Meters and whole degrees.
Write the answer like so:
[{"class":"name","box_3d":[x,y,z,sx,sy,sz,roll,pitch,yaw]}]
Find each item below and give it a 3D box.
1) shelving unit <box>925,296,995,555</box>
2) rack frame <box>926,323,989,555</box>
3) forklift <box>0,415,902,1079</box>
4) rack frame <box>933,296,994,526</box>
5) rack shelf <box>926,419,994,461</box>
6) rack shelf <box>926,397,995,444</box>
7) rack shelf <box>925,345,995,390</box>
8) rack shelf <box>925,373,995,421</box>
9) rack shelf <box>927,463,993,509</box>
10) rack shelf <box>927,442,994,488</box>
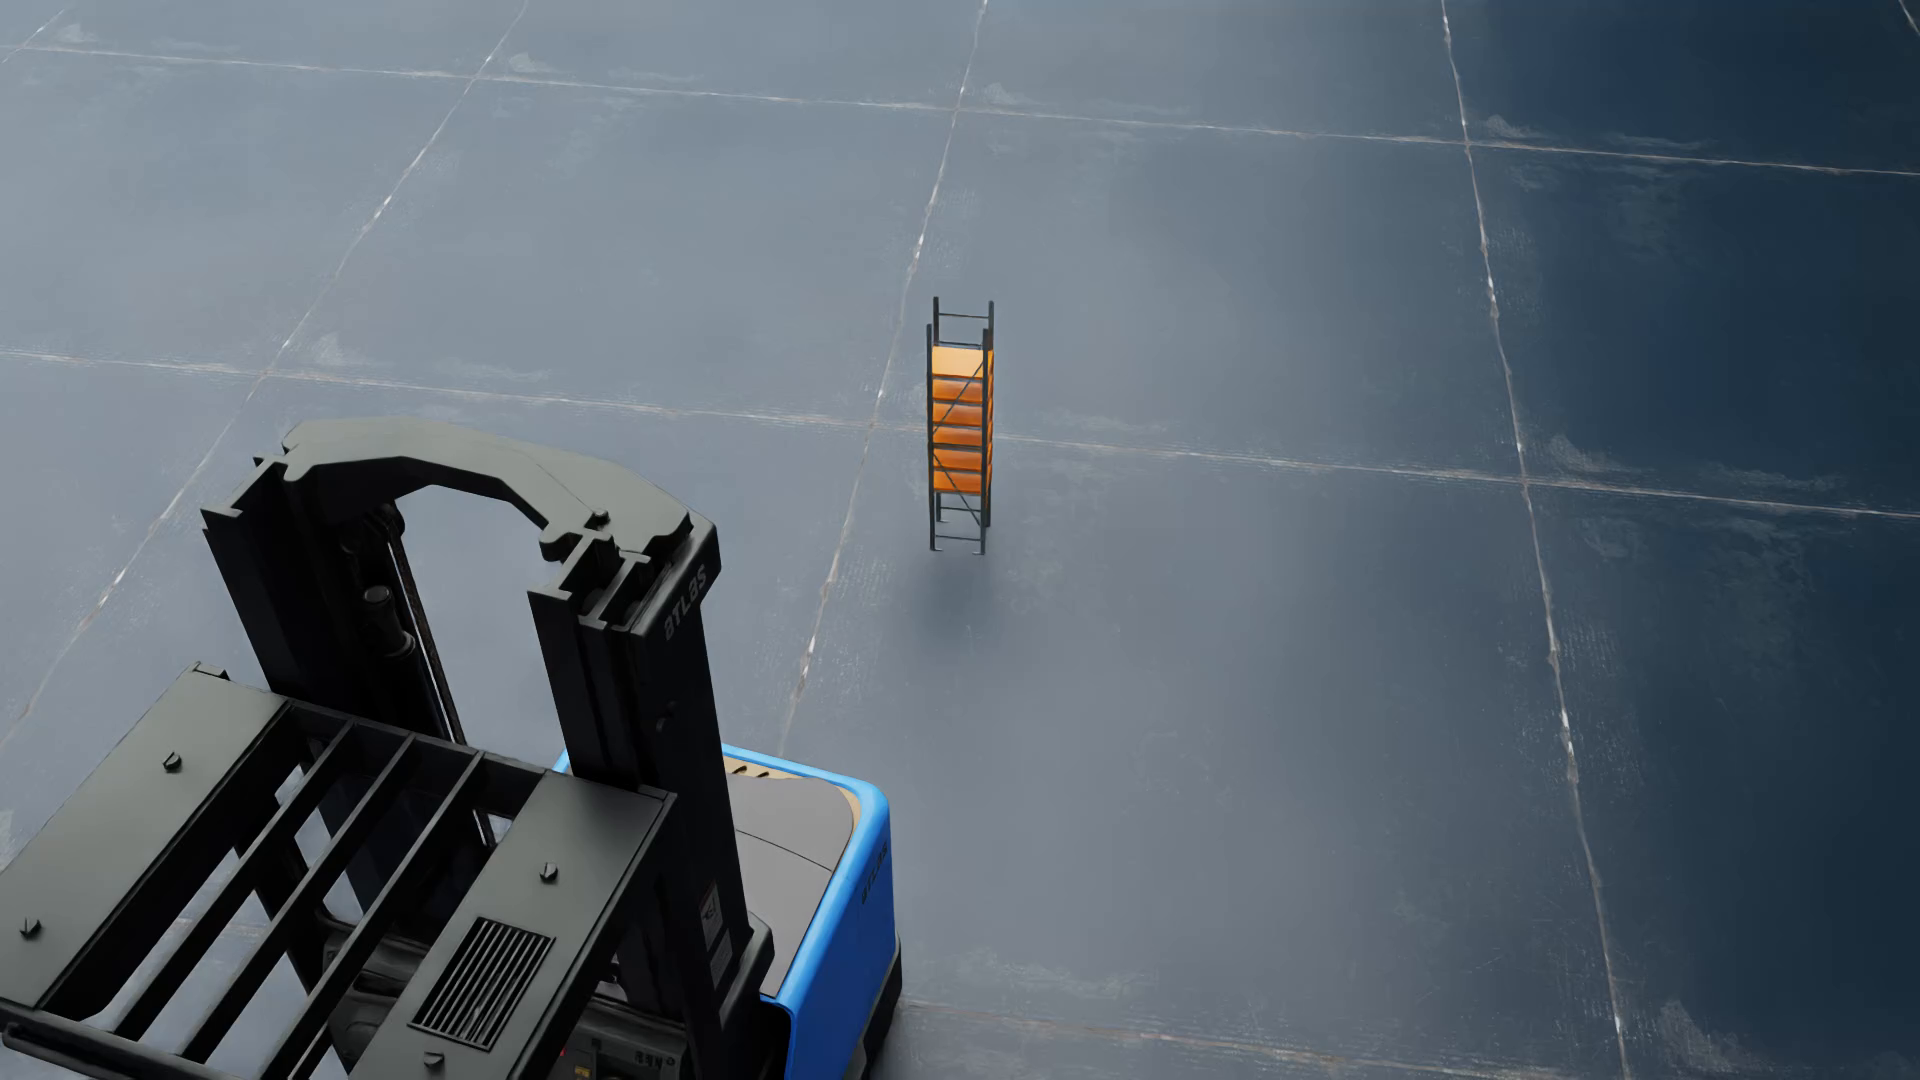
[{"class":"shelving unit","box_3d":[0.002,-0.446,6.848,0.258,1.200,0.189,5,44,6]},{"class":"rack frame","box_3d":[-0.010,-0.383,6.782,0.240,1.200,0.006,5,44,6]},{"class":"forklift","box_3d":[-1.139,1.306,3.739,1.130,2.935,3.031,13,45,13]},{"class":"rack frame","box_3d":[0.014,-0.508,6.914,0.240,1.200,0.006,5,44,6]},{"class":"rack shelf","box_3d":[0.002,-0.413,6.878,0.258,0.103,0.180,5,44,6]},{"class":"rack shelf","box_3d":[0.002,-0.500,6.796,0.258,0.103,0.180,5,44,6]},{"class":"rack shelf","box_3d":[0.002,-0.675,6.631,0.258,0.103,0.180,5,44,6]},{"class":"rack shelf","box_3d":[0.002,-0.588,6.713,0.258,0.103,0.180,5,44,6]},{"class":"rack shelf","box_3d":[0.002,-0.239,7.043,0.258,0.103,0.180,5,44,6]},{"class":"rack shelf","box_3d":[0.002,-0.326,6.961,0.258,0.103,0.180,5,44,6]}]
